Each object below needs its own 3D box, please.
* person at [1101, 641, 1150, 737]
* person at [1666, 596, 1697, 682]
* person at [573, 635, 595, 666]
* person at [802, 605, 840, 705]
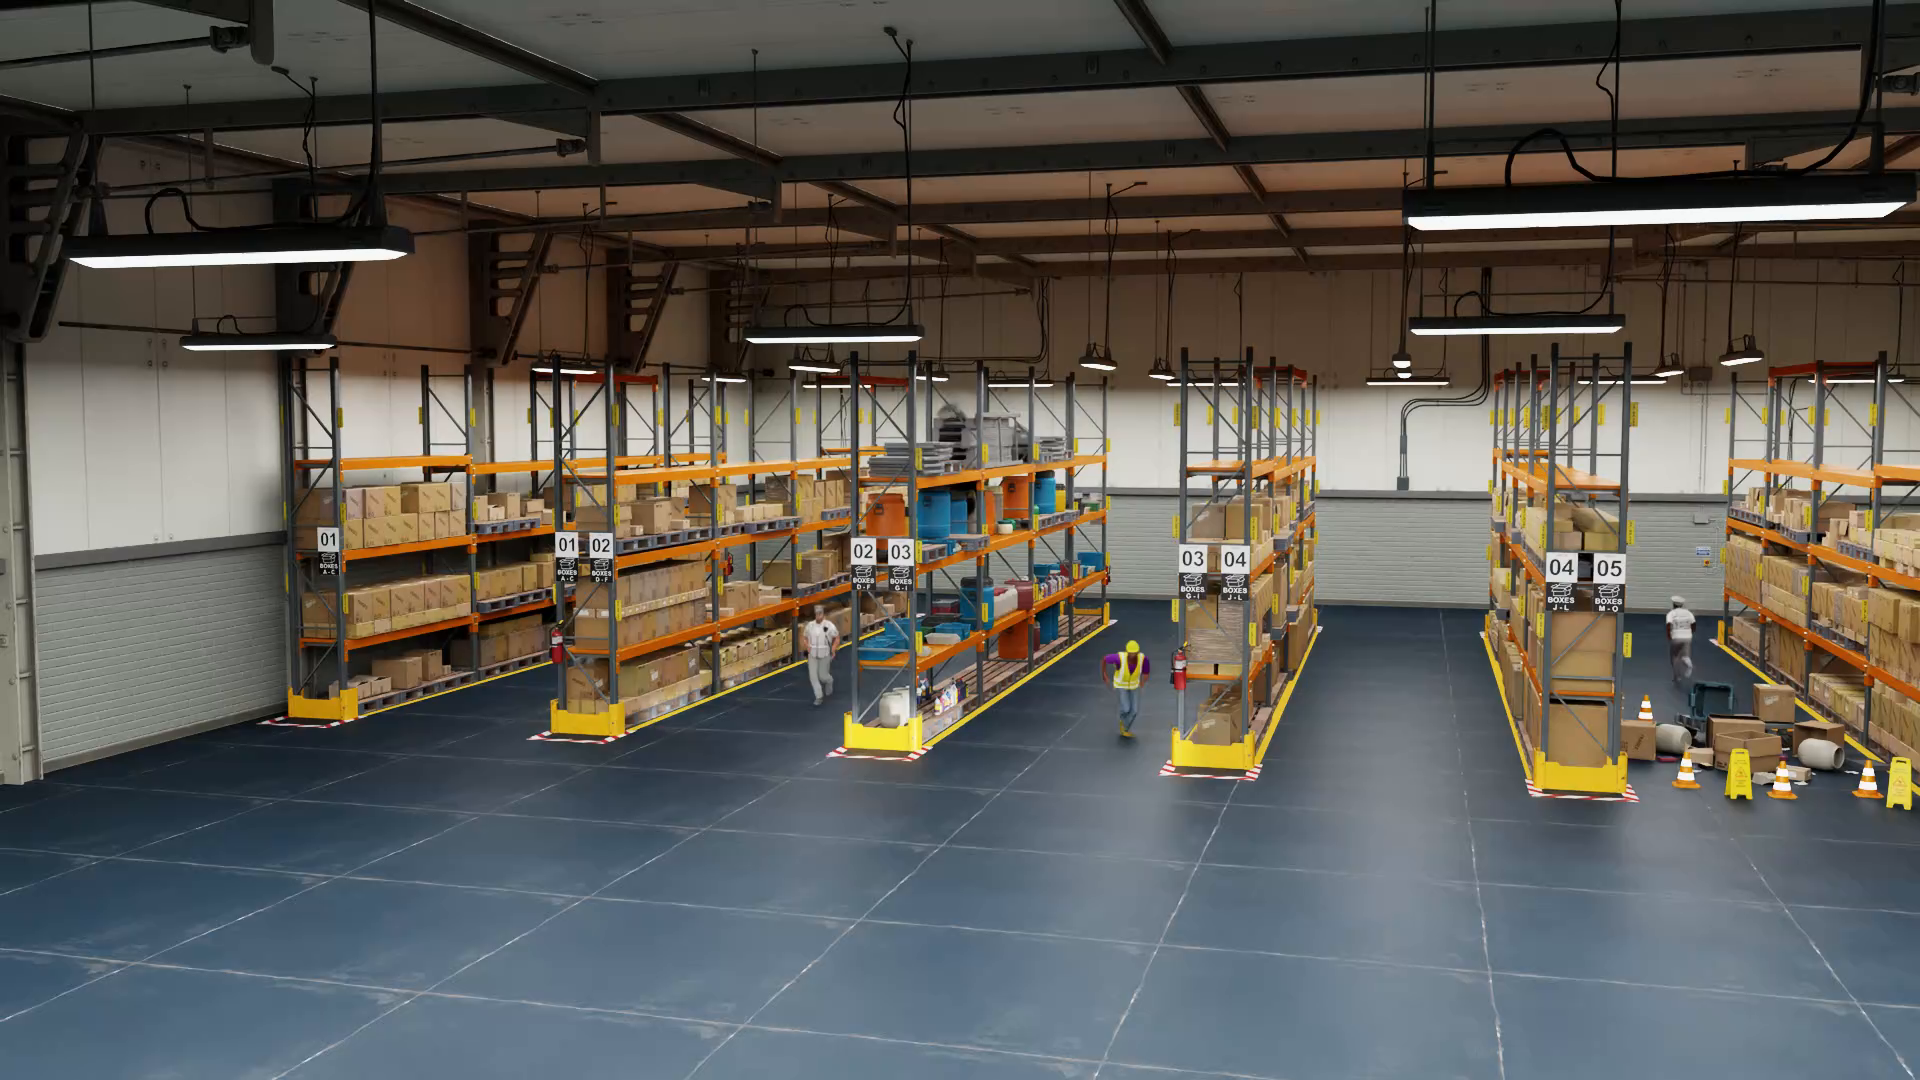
[{"bbox_3d":[2.574,2.319,25.824,0.736,1.573,0.830,-1,4,-8],"label":"person"},{"bbox_3d":[13.537,1.912,31.212,0.574,1.682,0.937,1,4,7],"label":"person"},{"bbox_3d":[-6.654,2.061,29.425,0.530,1.550,0.608,1,4,14],"label":"person"},{"bbox_3d":[-2.456,2.004,29.197,0.665,1.741,0.603,1,4,8],"label":"person"}]
